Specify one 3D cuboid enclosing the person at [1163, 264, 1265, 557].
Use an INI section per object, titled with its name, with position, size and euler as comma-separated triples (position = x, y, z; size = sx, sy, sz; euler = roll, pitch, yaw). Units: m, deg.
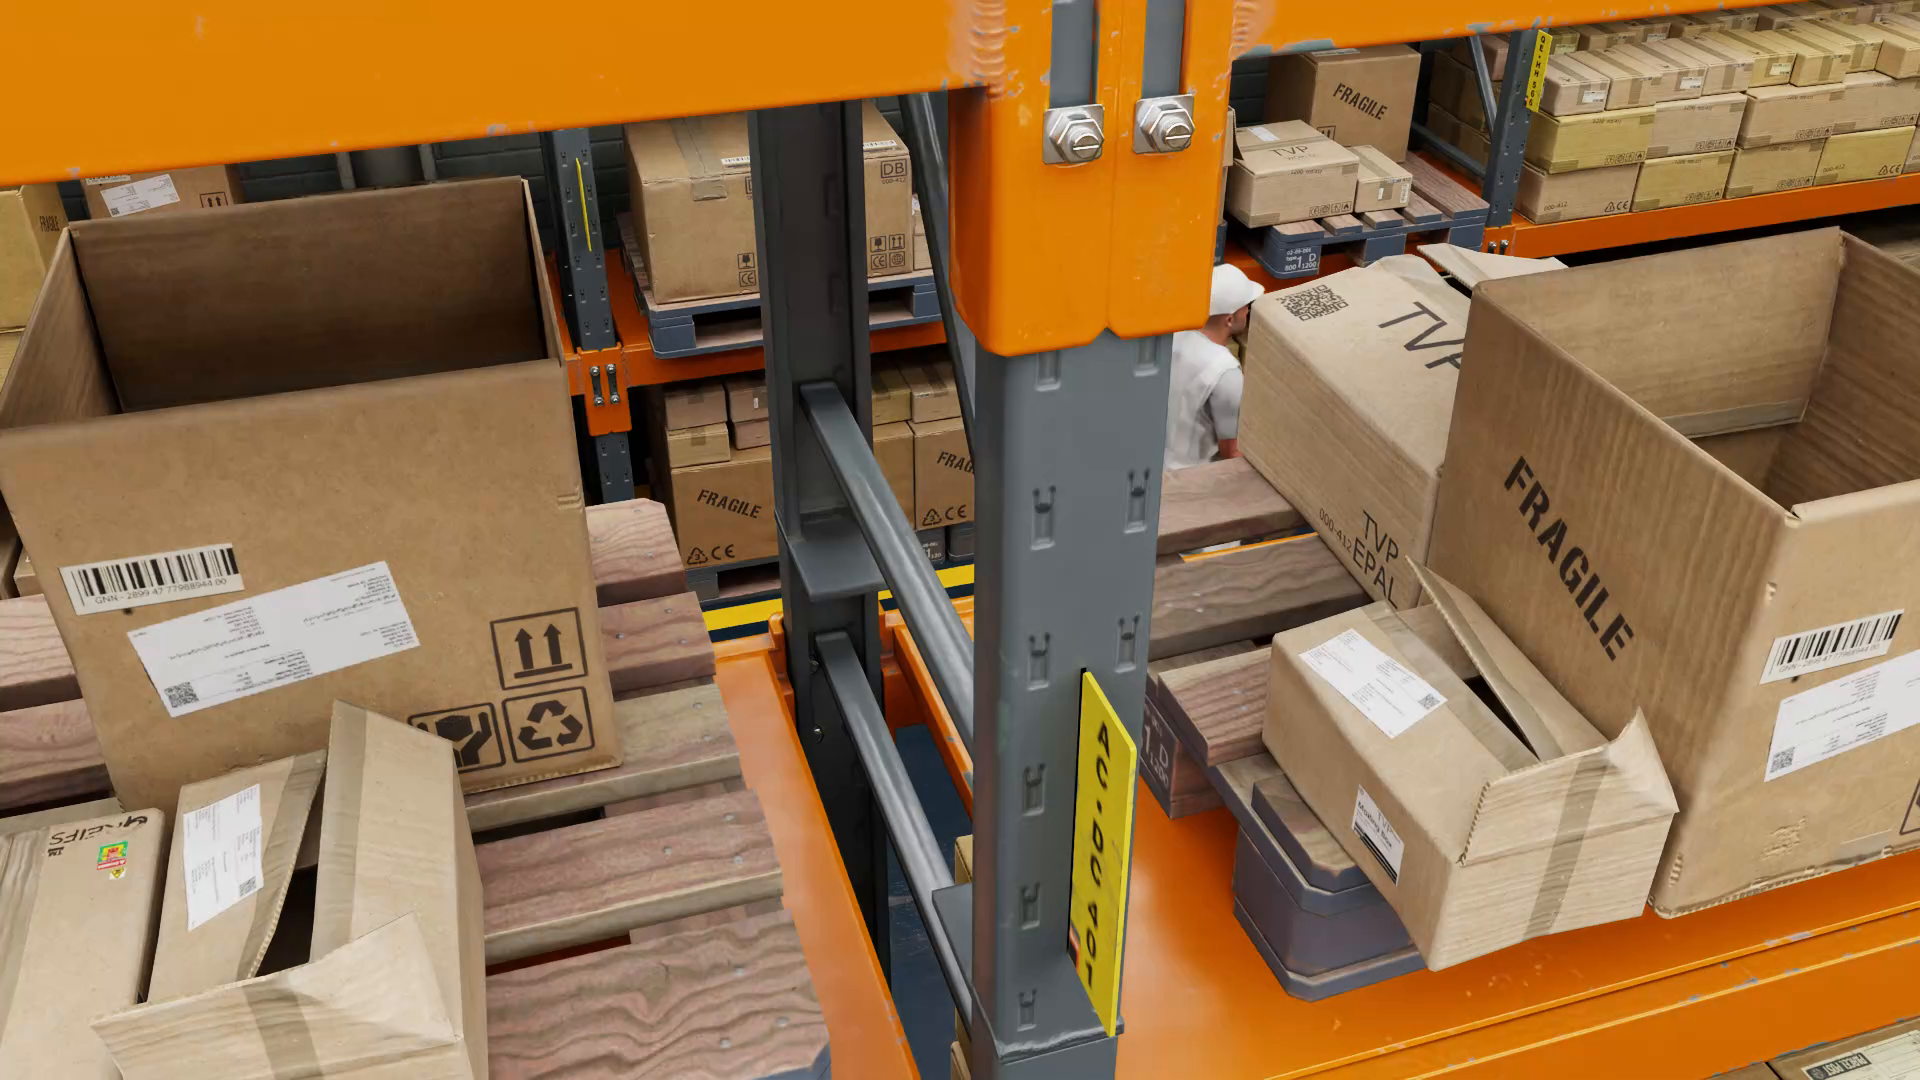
[person]
position = 0.955, -0.234, 6.470
size = 0.437, 1.790, 0.539
euler = -11, 35, -17
